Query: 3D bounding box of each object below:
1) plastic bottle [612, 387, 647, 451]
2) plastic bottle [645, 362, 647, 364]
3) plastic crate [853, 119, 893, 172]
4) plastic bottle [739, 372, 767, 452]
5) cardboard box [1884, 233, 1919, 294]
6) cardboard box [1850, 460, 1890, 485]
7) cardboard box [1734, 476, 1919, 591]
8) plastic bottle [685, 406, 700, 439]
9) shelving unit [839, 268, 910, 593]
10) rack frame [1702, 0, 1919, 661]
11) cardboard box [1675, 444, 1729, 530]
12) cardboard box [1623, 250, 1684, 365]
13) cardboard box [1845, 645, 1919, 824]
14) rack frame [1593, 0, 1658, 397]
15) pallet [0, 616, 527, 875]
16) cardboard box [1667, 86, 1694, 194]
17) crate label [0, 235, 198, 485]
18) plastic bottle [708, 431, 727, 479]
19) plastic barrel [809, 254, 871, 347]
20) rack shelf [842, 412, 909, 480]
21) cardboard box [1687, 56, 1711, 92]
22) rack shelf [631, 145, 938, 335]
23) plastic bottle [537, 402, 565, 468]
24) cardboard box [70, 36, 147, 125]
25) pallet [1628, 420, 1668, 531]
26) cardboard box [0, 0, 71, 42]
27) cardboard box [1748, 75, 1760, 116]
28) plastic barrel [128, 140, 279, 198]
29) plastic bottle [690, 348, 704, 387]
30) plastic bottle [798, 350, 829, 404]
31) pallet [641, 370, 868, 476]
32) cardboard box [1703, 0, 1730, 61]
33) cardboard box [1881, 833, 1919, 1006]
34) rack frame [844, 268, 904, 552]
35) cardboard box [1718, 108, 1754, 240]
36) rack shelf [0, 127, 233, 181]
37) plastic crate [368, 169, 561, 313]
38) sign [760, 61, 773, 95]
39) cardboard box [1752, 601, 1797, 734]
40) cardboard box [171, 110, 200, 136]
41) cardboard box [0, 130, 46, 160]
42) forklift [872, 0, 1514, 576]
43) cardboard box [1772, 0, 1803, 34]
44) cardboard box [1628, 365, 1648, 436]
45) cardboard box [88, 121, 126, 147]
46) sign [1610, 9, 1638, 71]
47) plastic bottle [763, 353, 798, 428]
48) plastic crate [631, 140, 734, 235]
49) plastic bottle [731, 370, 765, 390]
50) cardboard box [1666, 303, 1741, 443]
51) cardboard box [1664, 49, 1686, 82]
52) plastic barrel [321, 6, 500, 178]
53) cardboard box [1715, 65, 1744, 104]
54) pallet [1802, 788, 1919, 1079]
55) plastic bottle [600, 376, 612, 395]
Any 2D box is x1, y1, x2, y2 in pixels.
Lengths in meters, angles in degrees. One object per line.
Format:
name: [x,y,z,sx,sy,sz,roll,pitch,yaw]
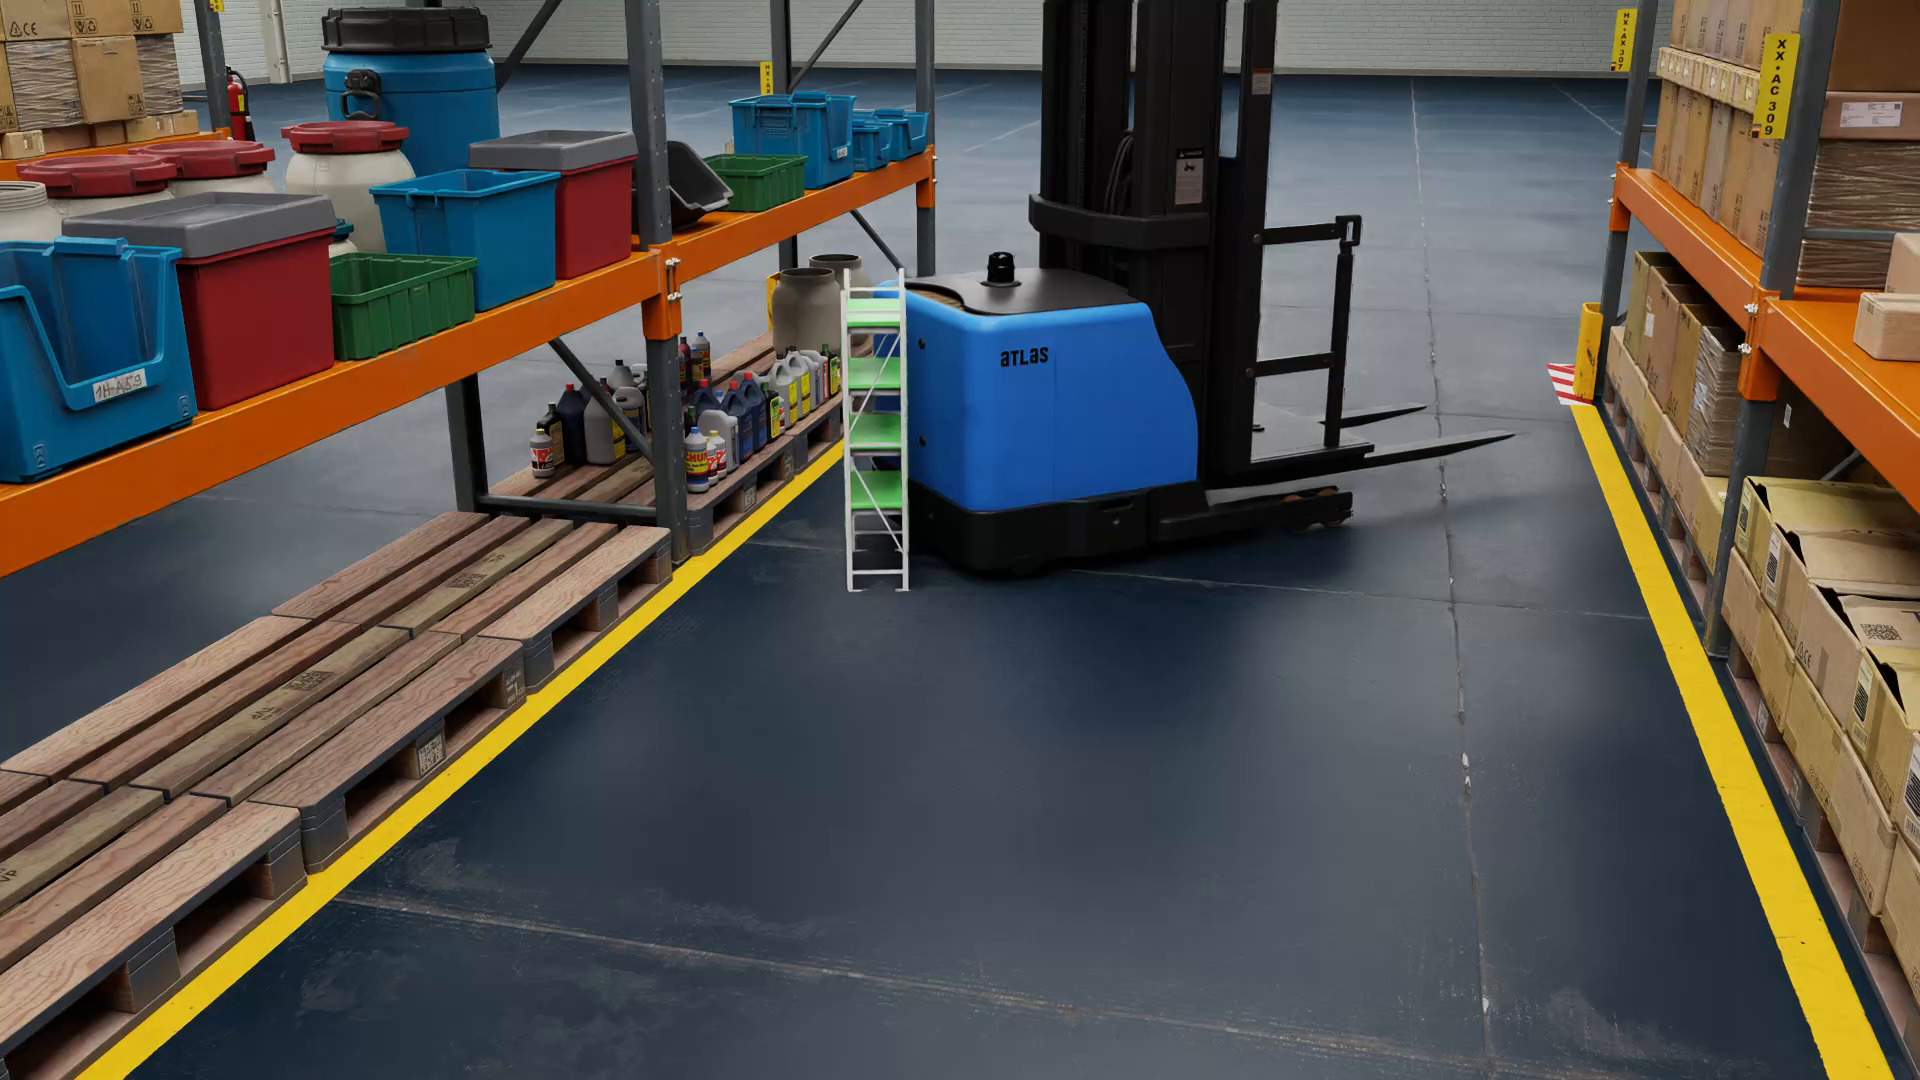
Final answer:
plastic bottle: [-1.555,-0.566,7.738,0.152,0.276,0.135,5,19,13]
plastic bottle: [-1.556,-0.791,8.403,0.097,0.271,0.097,0,19,0]
plastic crate: [-0.649,-2.166,9.118,0.499,0.251,0.408,5,19,13]
plastic bottle: [-0.984,-0.600,7.722,0.144,0.351,0.185,4,19,11]
cardboard box: [3.094,-0.745,4.960,0.500,0.250,0.500,6,20,17]
cardboard box: [3.589,-0.347,6.006,0.500,0.500,0.500,5,19,13]
cardboard box: [2.830,-0.027,5.362,0.500,0.311,0.500,5,19,14]
plastic bottle: [-1.178,-0.466,7.433,0.061,0.283,0.133,5,19,13]
shelving unit: [-0.335,-0.442,6.624,0.258,1.200,0.503,-1,19,-2]
rack frame: [3.172,-0.974,5.398,1.000,3.000,0.127,5,19,13]
cardboard box: [3.205,-0.190,6.707,0.500,0.250,0.500,5,19,13]
cardboard box: [3.683,-1.173,8.424,0.500,0.500,0.500,5,19,13]
cardboard box: [2.455,0.455,3.951,0.500,0.311,0.500,5,20,15]
rack frame: [4.150,-2.228,9.068,1.000,3.000,0.127,5,19,13]
pallet: [-2.080,0.586,5.145,1.003,0.211,1.213,5,19,13]
cardboard box: [3.900,-1.965,8.144,0.700,0.500,0.500,5,20,15]
crate label: [-2.102,-0.419,3.719,0.502,0.435,0.616,5,19,13]
plastic bottle: [-1.077,-0.379,7.305,0.097,0.201,0.097,0,19,0]
plastic barrel: [-0.739,-1.429,9.930,0.421,0.512,0.421,0,19,0]
rack shelf: [-0.335,-0.381,6.645,0.258,0.148,0.480,-1,19,-2]
cardboard box: [3.594,-2.152,7.689,0.380,0.149,0.250,4,19,12]
rack shelf: [-1.141,-1.653,8.498,1.077,0.370,4.000,5,19,13]
plastic bottle: [-1.832,-0.466,7.432,0.061,0.283,0.133,6,20,16]
cardboard box: [-5.622,-2.863,10.313,0.875,0.500,0.500,5,19,13]
pallet: [3.703,-0.284,7.692,1.003,0.211,1.213,5,19,13]
cardboard box: [-5.591,-3.167,9.656,0.500,0.500,0.500,5,19,13]
cardboard box: [3.218,-1.672,6.284,0.380,0.149,0.250,5,19,13]
plastic barrel: [-2.256,-0.918,5.024,0.433,0.535,0.433,0,19,0]
plastic bottle: [-1.423,-0.928,8.912,0.097,0.201,0.097,0,19,0]
plastic bottle: [-0.764,-0.852,8.575,0.152,0.276,0.135,5,19,14]
pallet: [-1.129,-0.637,8.727,1.003,0.211,1.213,5,19,13]
cardboard box: [3.765,-2.404,7.422,0.700,0.500,0.500,5,19,14]
cardboard box: [2.335,0.879,3.578,0.500,0.250,0.500,5,20,15]
rack frame: [-0.344,-0.520,6.855,0.240,1.200,0.015,-1,19,-2]
cardboard box: [3.524,-1.483,6.735,0.700,0.500,0.500,5,19,14]
rack shelf: [-5.944,-2.044,9.643,1.077,0.370,4.000,5,19,13]
plastic crate: [-1.598,-0.988,5.465,0.392,0.384,0.575,5,19,13]
sign: [-1.185,-2.796,10.304,0.100,0.325,0.005,5,19,13]
cardboard box: [2.707,0.396,4.993,0.500,0.250,0.500,5,20,15]
cardboard box: [-5.325,-2.786,11.094,0.380,0.149,0.250,5,19,13]
cardboard box: [-5.590,-2.308,9.693,0.380,0.149,0.250,5,19,13]
forklift: [1.164,-1.558,7.214,3.031,2.935,1.130,-9,21,-25]
cardboard box: [3.397,-1.933,6.045,0.700,0.500,0.500,5,19,13]
cardboard box: [3.562,-0.661,8.086,0.500,0.250,0.500,5,19,13]
cardboard box: [-5.474,-2.549,10.397,0.380,0.149,0.250,5,19,13]
sign: [3.613,-2.720,9.049,0.100,0.325,0.005,5,19,13]
plastic bottle: [-0.880,-0.733,8.112,0.144,0.351,0.185,5,19,13]
plastic crate: [-1.379,-1.491,7.008,0.767,0.338,0.504,5,19,13]
plastic bottle: [-1.030,-0.702,8.135,0.152,0.276,0.135,5,19,13]
cardboard box: [3.326,-0.702,7.045,0.500,0.500,0.500,5,19,13]
cardboard box: [3.783,-2.393,8.394,0.380,0.149,0.250,4,19,12]
plastic barrel: [-2.018,-1.506,6.181,0.600,0.901,0.708,5,19,13]
cardboard box: [3.405,-1.912,6.985,0.380,0.149,0.250,5,20,15]
pallet: [2.734,0.963,4.040,1.003,0.211,1.213,5,19,13]
plastic bottle: [-1.706,-0.628,7.907,0.061,0.283,0.133,6,20,17]
